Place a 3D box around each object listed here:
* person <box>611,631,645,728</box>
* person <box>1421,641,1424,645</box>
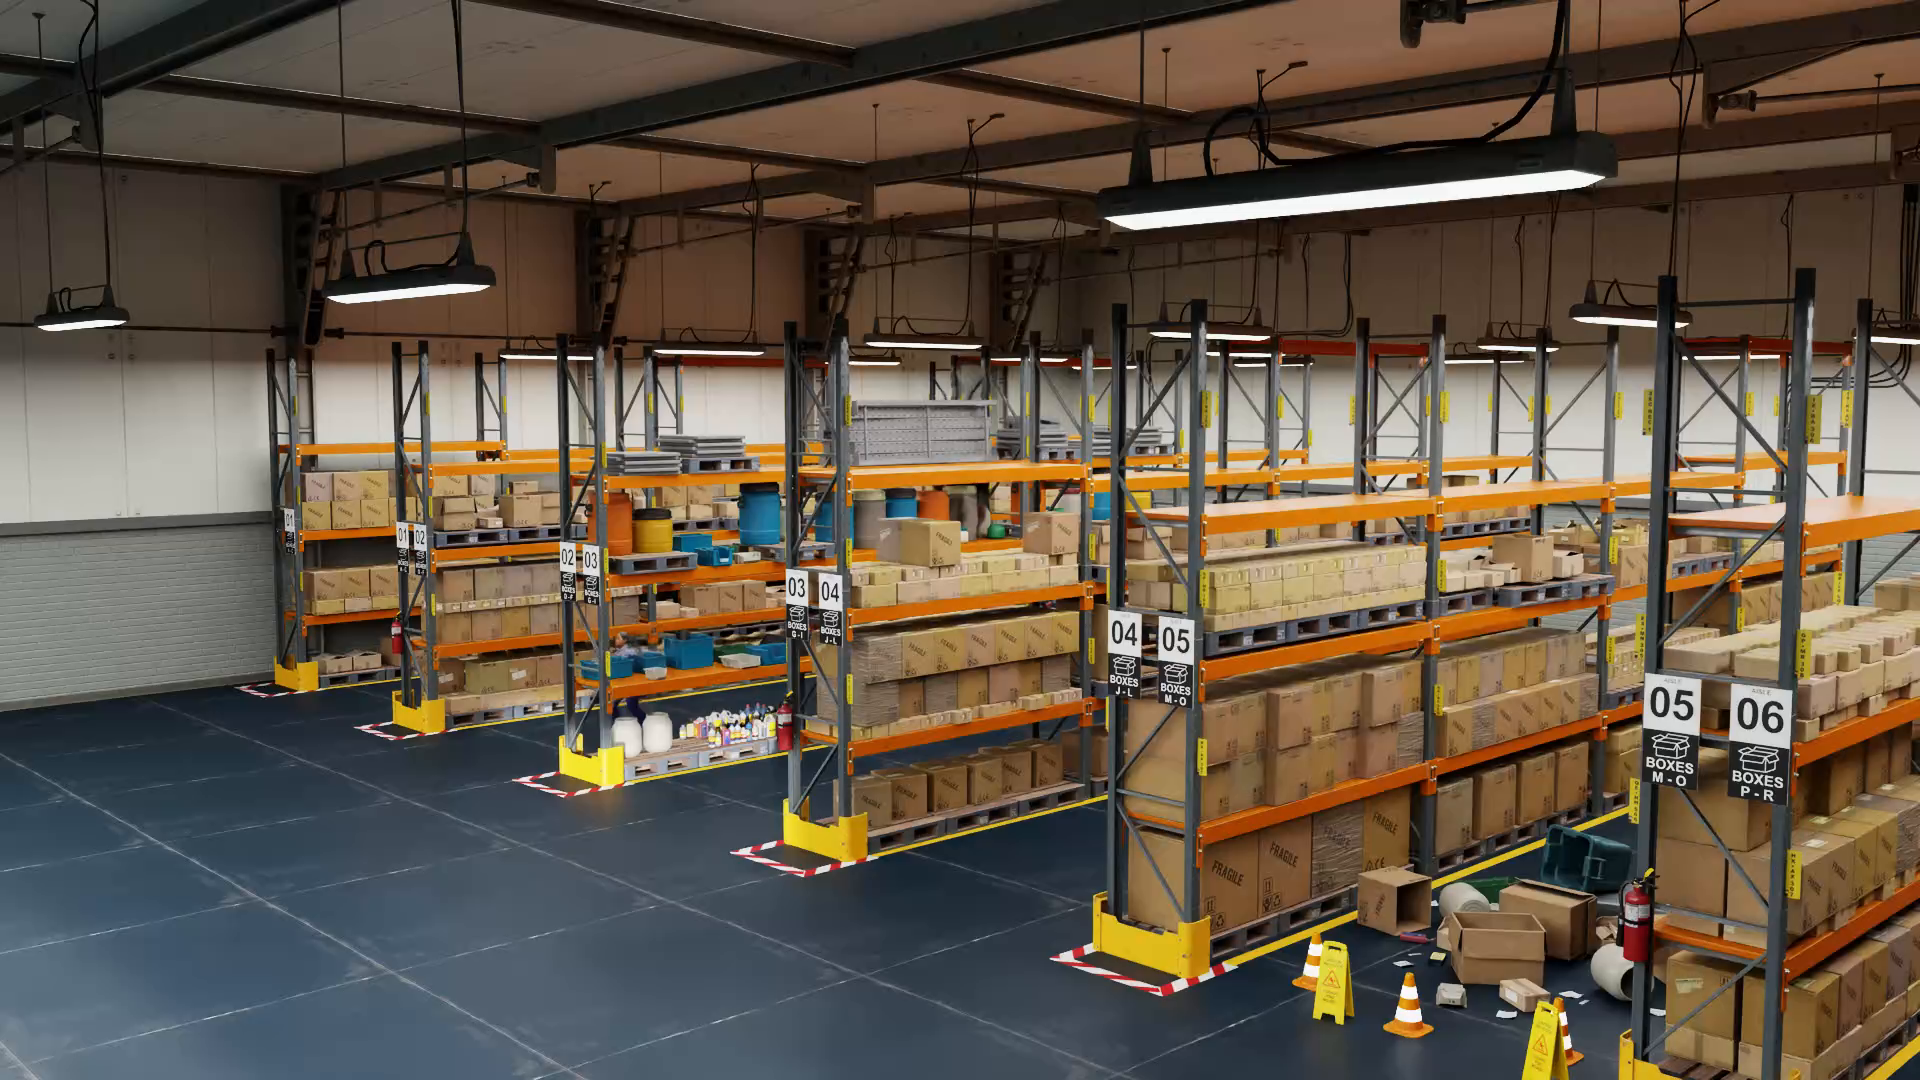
[{"bbox_3d":[-4.981,2.214,24.883,0.574,1.719,0.730,4,6,40],"label":"person"},{"bbox_3d":[6.720,2.295,23.871,0.592,1.724,0.759,4,7,42],"label":"person"}]
